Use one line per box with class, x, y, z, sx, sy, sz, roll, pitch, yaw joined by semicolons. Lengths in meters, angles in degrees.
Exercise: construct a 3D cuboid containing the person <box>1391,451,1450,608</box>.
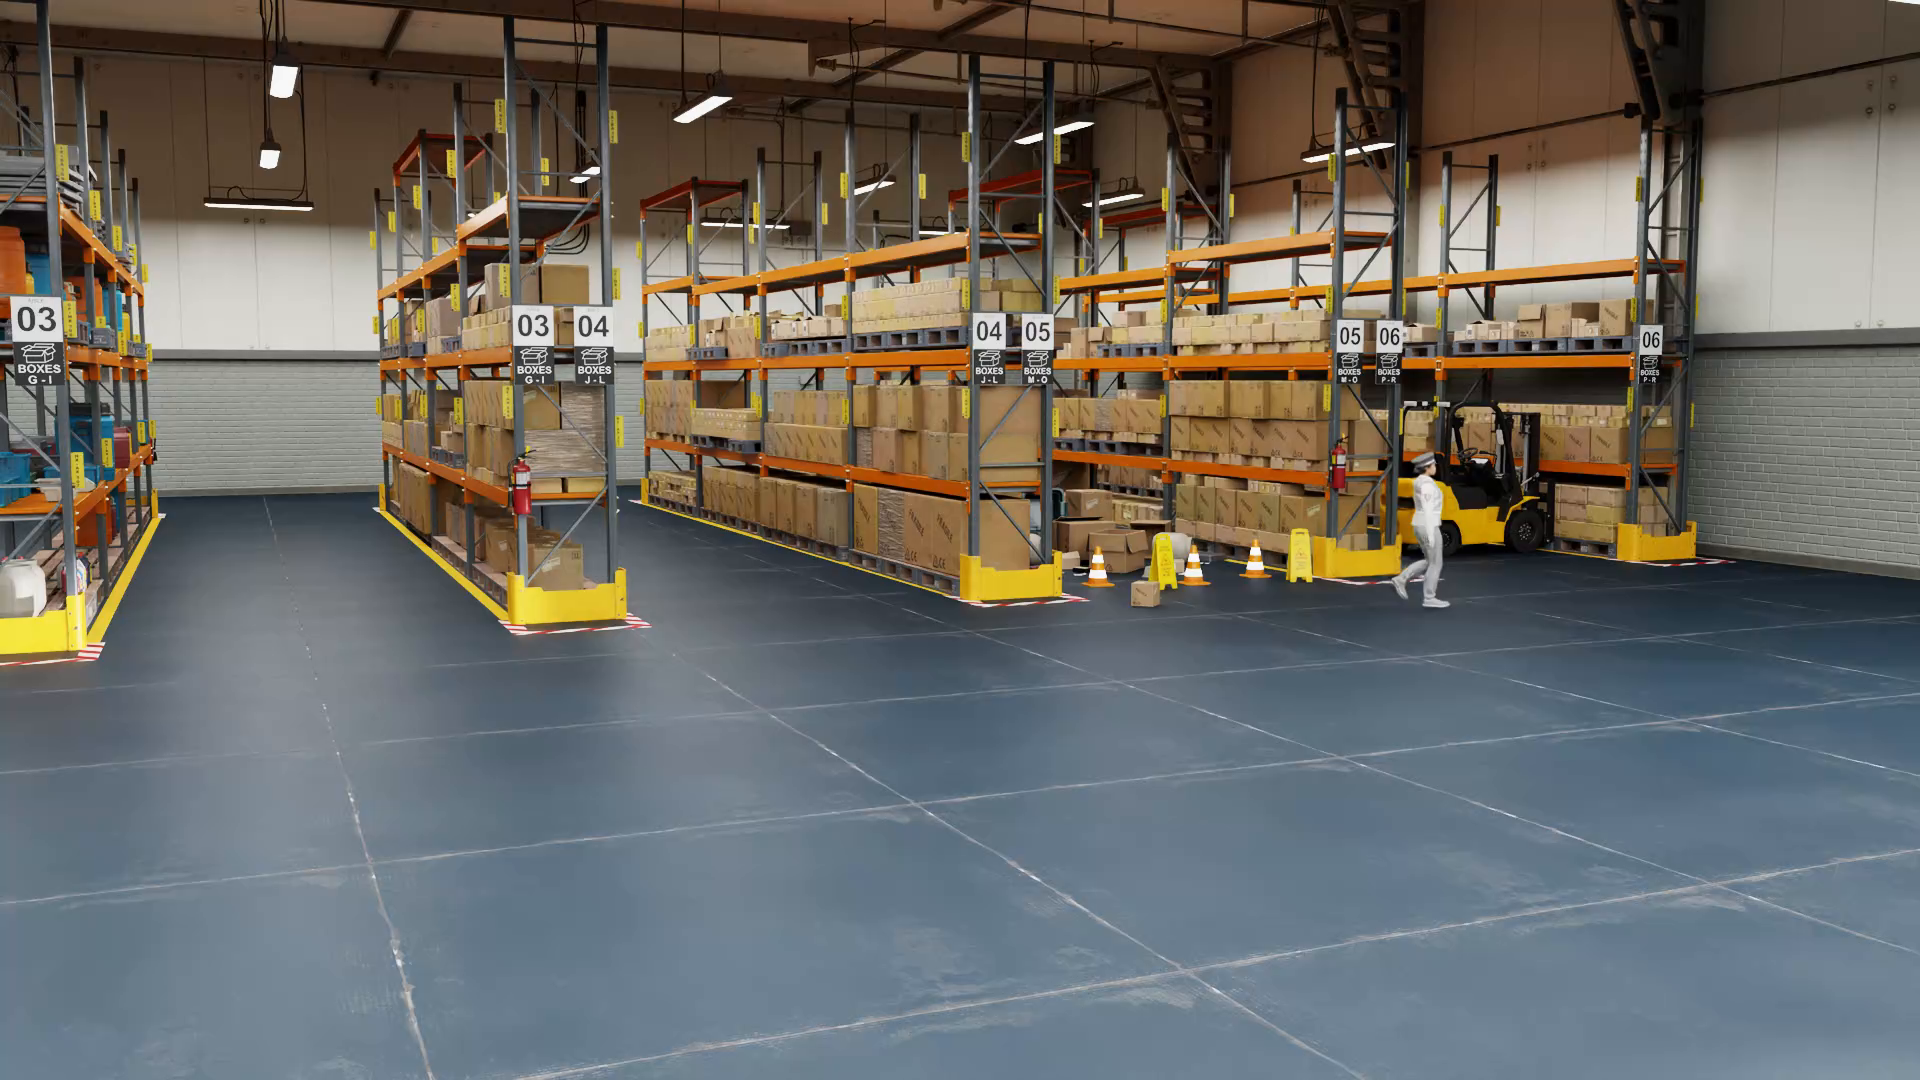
person;4.971;-0.117;17.871;0.598;1.675;0.483;0;5;1
